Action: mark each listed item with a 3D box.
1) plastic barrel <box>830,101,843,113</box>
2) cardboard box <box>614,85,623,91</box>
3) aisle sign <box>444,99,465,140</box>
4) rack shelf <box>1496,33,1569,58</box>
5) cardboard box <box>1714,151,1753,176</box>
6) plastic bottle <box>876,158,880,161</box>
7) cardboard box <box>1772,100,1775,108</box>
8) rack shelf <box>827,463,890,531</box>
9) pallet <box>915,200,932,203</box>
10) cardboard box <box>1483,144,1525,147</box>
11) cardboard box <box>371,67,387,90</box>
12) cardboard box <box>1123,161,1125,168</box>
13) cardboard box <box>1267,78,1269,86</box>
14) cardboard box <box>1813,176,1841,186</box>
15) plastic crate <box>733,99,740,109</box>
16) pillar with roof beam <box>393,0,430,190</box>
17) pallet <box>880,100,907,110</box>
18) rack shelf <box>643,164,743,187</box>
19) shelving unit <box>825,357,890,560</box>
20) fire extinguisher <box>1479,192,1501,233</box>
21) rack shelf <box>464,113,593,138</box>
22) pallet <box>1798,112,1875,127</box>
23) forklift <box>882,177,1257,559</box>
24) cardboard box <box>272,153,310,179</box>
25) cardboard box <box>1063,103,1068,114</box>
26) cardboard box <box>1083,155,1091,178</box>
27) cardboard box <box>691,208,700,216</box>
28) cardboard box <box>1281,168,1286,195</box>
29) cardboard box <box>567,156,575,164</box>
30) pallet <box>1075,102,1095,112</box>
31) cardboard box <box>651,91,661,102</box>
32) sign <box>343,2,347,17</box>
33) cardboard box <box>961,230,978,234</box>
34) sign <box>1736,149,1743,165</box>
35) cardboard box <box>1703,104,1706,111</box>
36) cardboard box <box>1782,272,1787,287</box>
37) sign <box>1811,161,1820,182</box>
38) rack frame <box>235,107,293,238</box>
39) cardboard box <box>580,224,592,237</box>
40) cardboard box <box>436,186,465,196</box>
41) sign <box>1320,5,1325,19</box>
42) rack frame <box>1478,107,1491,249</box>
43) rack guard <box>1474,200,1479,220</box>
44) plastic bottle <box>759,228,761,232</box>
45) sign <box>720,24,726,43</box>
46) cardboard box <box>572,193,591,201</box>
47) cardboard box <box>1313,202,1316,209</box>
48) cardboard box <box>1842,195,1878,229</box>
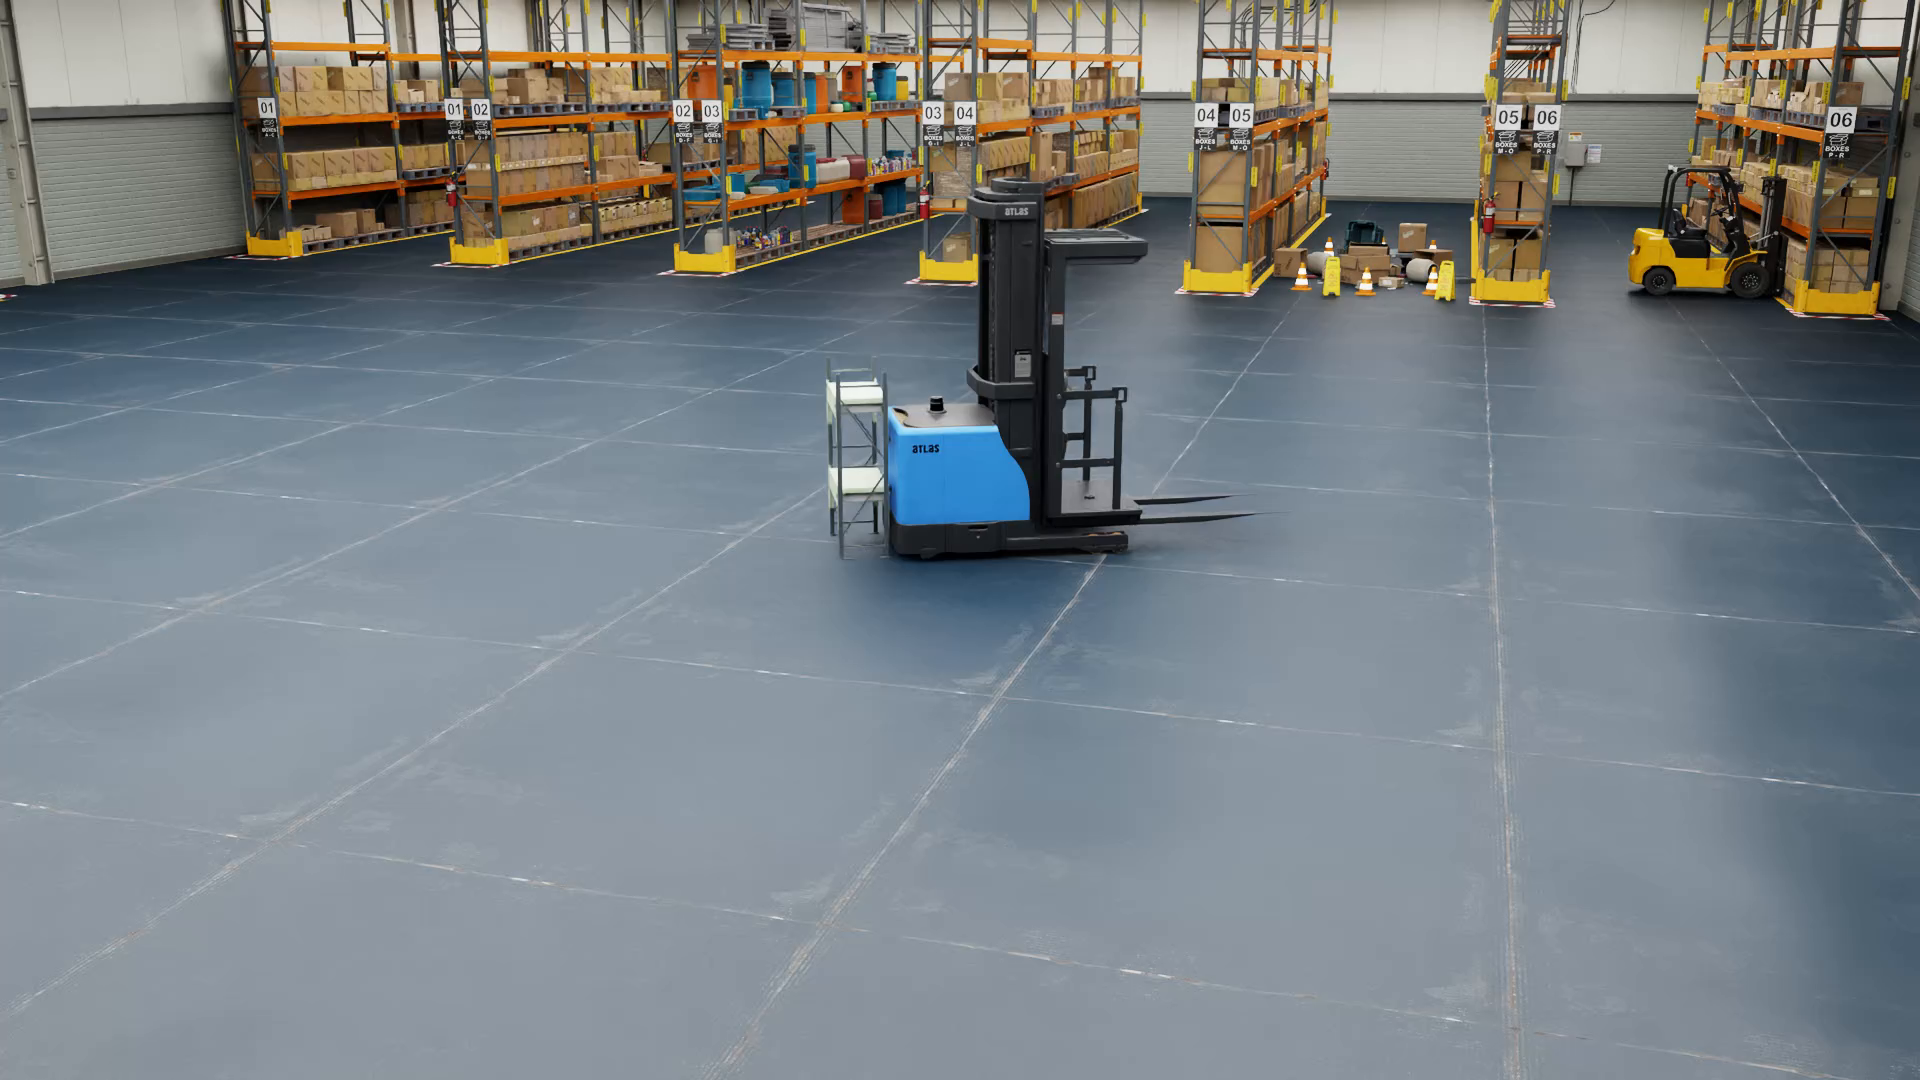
[{"bbox_3d":[-2.790,-9.779,37.564,0.301,0.262,0.301,0,16,0],"label":"plastic barrel"},{"bbox_3d":[-9.978,-12.887,47.591,0.500,0.250,0.500,4,16,14],"label":"cardboard box"},{"bbox_3d":[-9.974,-8.301,32.835,0.394,0.787,0.004,5,16,16],"label":"aisle sign"},{"bbox_3d":[9.893,-8.569,28.874,1.077,0.370,4.000,5,16,16],"label":"rack shelf"},{"bbox_3d":[16.996,-8.268,36.530,0.700,0.500,0.500,5,17,16],"label":"cardboard box"},{"bbox_3d":[-2.116,-9.552,42.238,0.152,0.276,0.135,5,16,16],"label":"plastic bottle"},{"bbox_3d":[15.242,-8.053,30.736,0.380,0.149,0.250,5,16,16],"label":"cardboard box"},{"bbox_3d":[-0.828,-0.357,13.535,0.431,0.370,0.720,-3,16,-10],"label":"rack shelf"},{"bbox_3d":[-0.650,-9.292,46.201,1.003,0.211,1.213,5,16,16],"label":"pallet"},{"bbox_3d":[9.793,-6.867,29.980,0.700,0.500,0.500,4,16,15],"label":"cardboard box"},{"bbox_3d":[-13.170,-10.304,37.112,0.500,0.500,0.500,3,16,11],"label":"cardboard box"},{"bbox_3d":[4.078,-9.754,43.181,0.380,0.149,0.250,4,16,14],"label":"cardboard box"},{"bbox_3d":[5.384,-8.283,30.083,0.380,0.149,0.250,5,17,17],"label":"cardboard box"},{"bbox_3d":[14.024,-5.804,26.877,0.380,0.149,0.250,5,16,16],"label":"cardboard box"},{"bbox_3d":[-4.673,-8.618,33.247,0.392,0.384,0.575,5,16,16],"label":"plastic crate"},{"bbox_3d":[-9.222,-11.800,38.942,9.100,9.000,0.400,5,16,16],"label":"pillar with roof beam"},{"bbox_3d":[-1.964,-10.642,40.701,1.003,0.211,1.213,5,16,16],"label":"pallet"},{"bbox_3d":[-6.832,-9.315,42.492,1.077,0.370,4.000,5,16,16],"label":"rack shelf"},{"bbox_3d":[-0.828,-0.671,13.446,0.431,1.500,0.755,-3,16,-10],"label":"shelving unit"},{"bbox_3d":[8.850,-5.476,27.780,0.296,0.674,0.183,5,16,16],"label":"fire extinguisher"},{"bbox_3d":[-9.106,-8.665,34.704,1.077,0.370,4.000,5,16,16],"label":"rack shelf"},{"bbox_3d":[14.655,-7.027,27.772,1.003,0.211,1.213,5,16,16],"label":"pallet"},{"bbox_3d":[0.912,-1.433,13.511,3.031,2.935,1.130,-3,16,-10],"label":"forklift"},{"bbox_3d":[-14.001,-7.828,34.795,0.500,0.500,0.500,5,16,16],"label":"cardboard box"},{"bbox_3d":[2.068,-9.465,36.482,0.500,0.250,0.500,5,16,16],"label":"cardboard box"},{"bbox_3d":[2.782,-8.792,39.148,0.500,0.500,0.500,4,16,15],"label":"cardboard box"},{"bbox_3d":[-6.854,-8.381,41.656,0.500,0.500,0.500,4,16,14],"label":"cardboard box"},{"bbox_3d":[6.381,-7.339,34.023,0.500,0.500,0.500,5,16,16],"label":"cardboard box"},{"bbox_3d":[-8.553,-8.231,35.978,0.380,0.149,0.250,4,16,14],"label":"cardboard box"},{"bbox_3d":[2.543,-10.186,39.095,1.003,0.211,1.213,5,17,18],"label":"pallet"},{"bbox_3d":[-7.475,-10.588,39.669,0.500,0.250,0.500,3,16,12],"label":"cardboard box"},{"bbox_3d":[-13.821,-11.928,37.389,0.100,0.325,0.005,5,16,16],"label":"sign"},{"bbox_3d":[0.350,-5.759,32.447,0.500,0.500,0.500,6,17,21],"label":"cardboard box"},{"bbox_3d":[15.835,-7.775,33.767,0.100,0.325,0.005,5,16,16],"label":"sign"},{"bbox_3d":[17.942,-10.303,39.622,0.380,0.149,0.250,5,16,16],"label":"cardboard box"},{"bbox_3d":[14.216,-4.410,28.148,0.500,0.250,0.500,5,17,16],"label":"cardboard box"},{"bbox_3d":[13.568,-5.840,26.366,0.100,0.325,0.005,5,16,16],"label":"sign"},{"bbox_3d":[-14.424,-7.428,34.521,1.000,3.000,0.127,5,16,16],"label":"rack frame"},{"bbox_3d":[-8.459,-6.832,36.690,0.500,0.250,0.500,5,16,16],"label":"cardboard box"},{"bbox_3d":[-12.528,-8.554,40.892,0.500,0.250,0.500,5,17,17],"label":"cardboard box"},{"bbox_3d":[8.494,-12.374,38.964,0.100,0.325,0.005,5,16,16],"label":"sign"},{"bbox_3d":[11.598,-7.600,35.128,1.000,3.000,0.127,5,16,16],"label":"rack frame"},{"bbox_3d":[13.878,-8.497,42.870,1.175,0.500,0.348,5,16,16],"label":"rack guard"},{"bbox_3d":[-4.263,-6.467,35.304,0.061,0.283,0.133,5,16,16],"label":"plastic bottle"},{"bbox_3d":[-4.400,-9.402,30.868,0.100,0.325,0.005,5,16,16],"label":"sign"},{"bbox_3d":[-10.703,-9.755,46.535,0.700,0.500,0.500,5,17,17],"label":"cardboard box"},{"bbox_3d":[8.797,-8.452,42.040,0.380,0.149,0.250,5,17,16],"label":"cardboard box"},{"bbox_3d":[14.491,-5.280,26.763,0.500,0.500,0.500,5,17,18],"label":"cardboard box"}]
